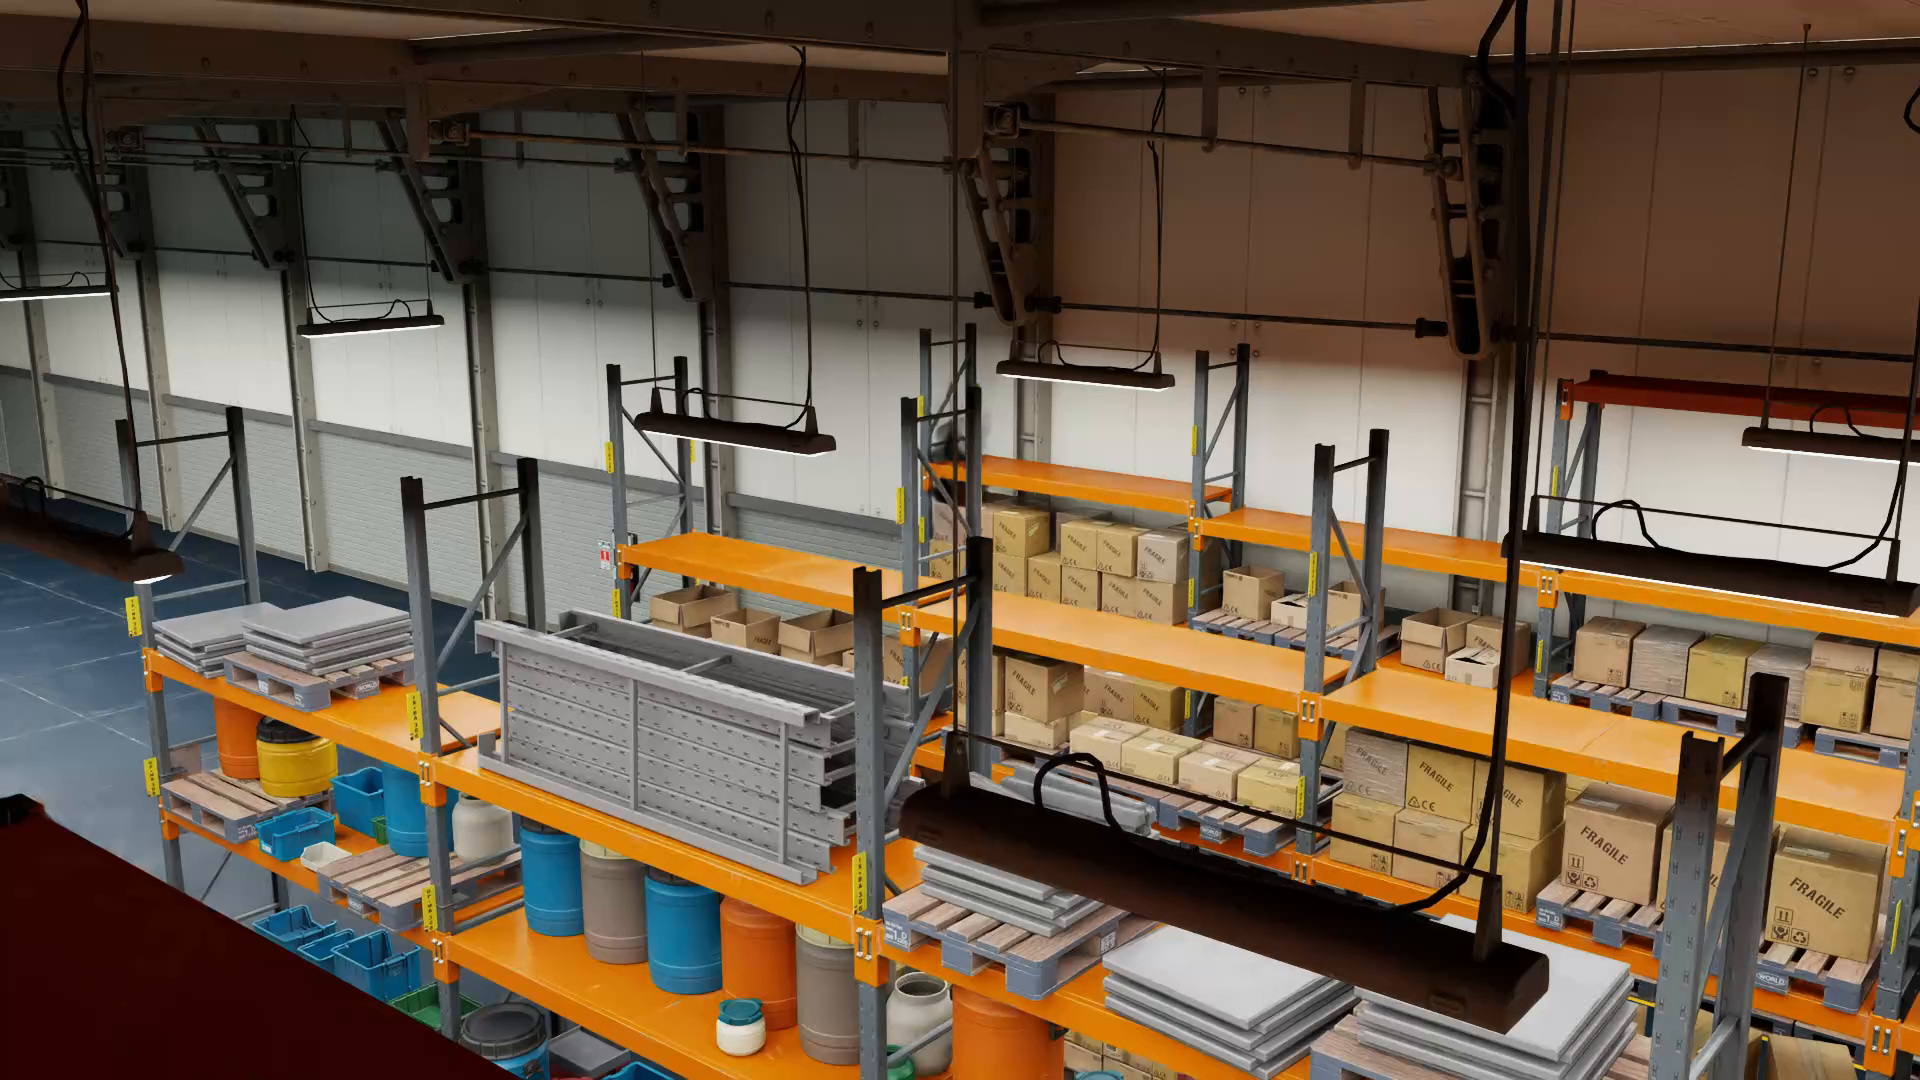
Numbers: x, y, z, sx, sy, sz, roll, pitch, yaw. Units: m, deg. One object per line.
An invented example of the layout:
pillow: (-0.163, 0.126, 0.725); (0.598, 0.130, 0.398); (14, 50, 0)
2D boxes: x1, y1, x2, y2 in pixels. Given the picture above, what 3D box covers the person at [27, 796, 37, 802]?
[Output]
person: (-9.529, 3.441, 17.192); (0.772, 1.684, 0.694); (-5, 14, -22)
